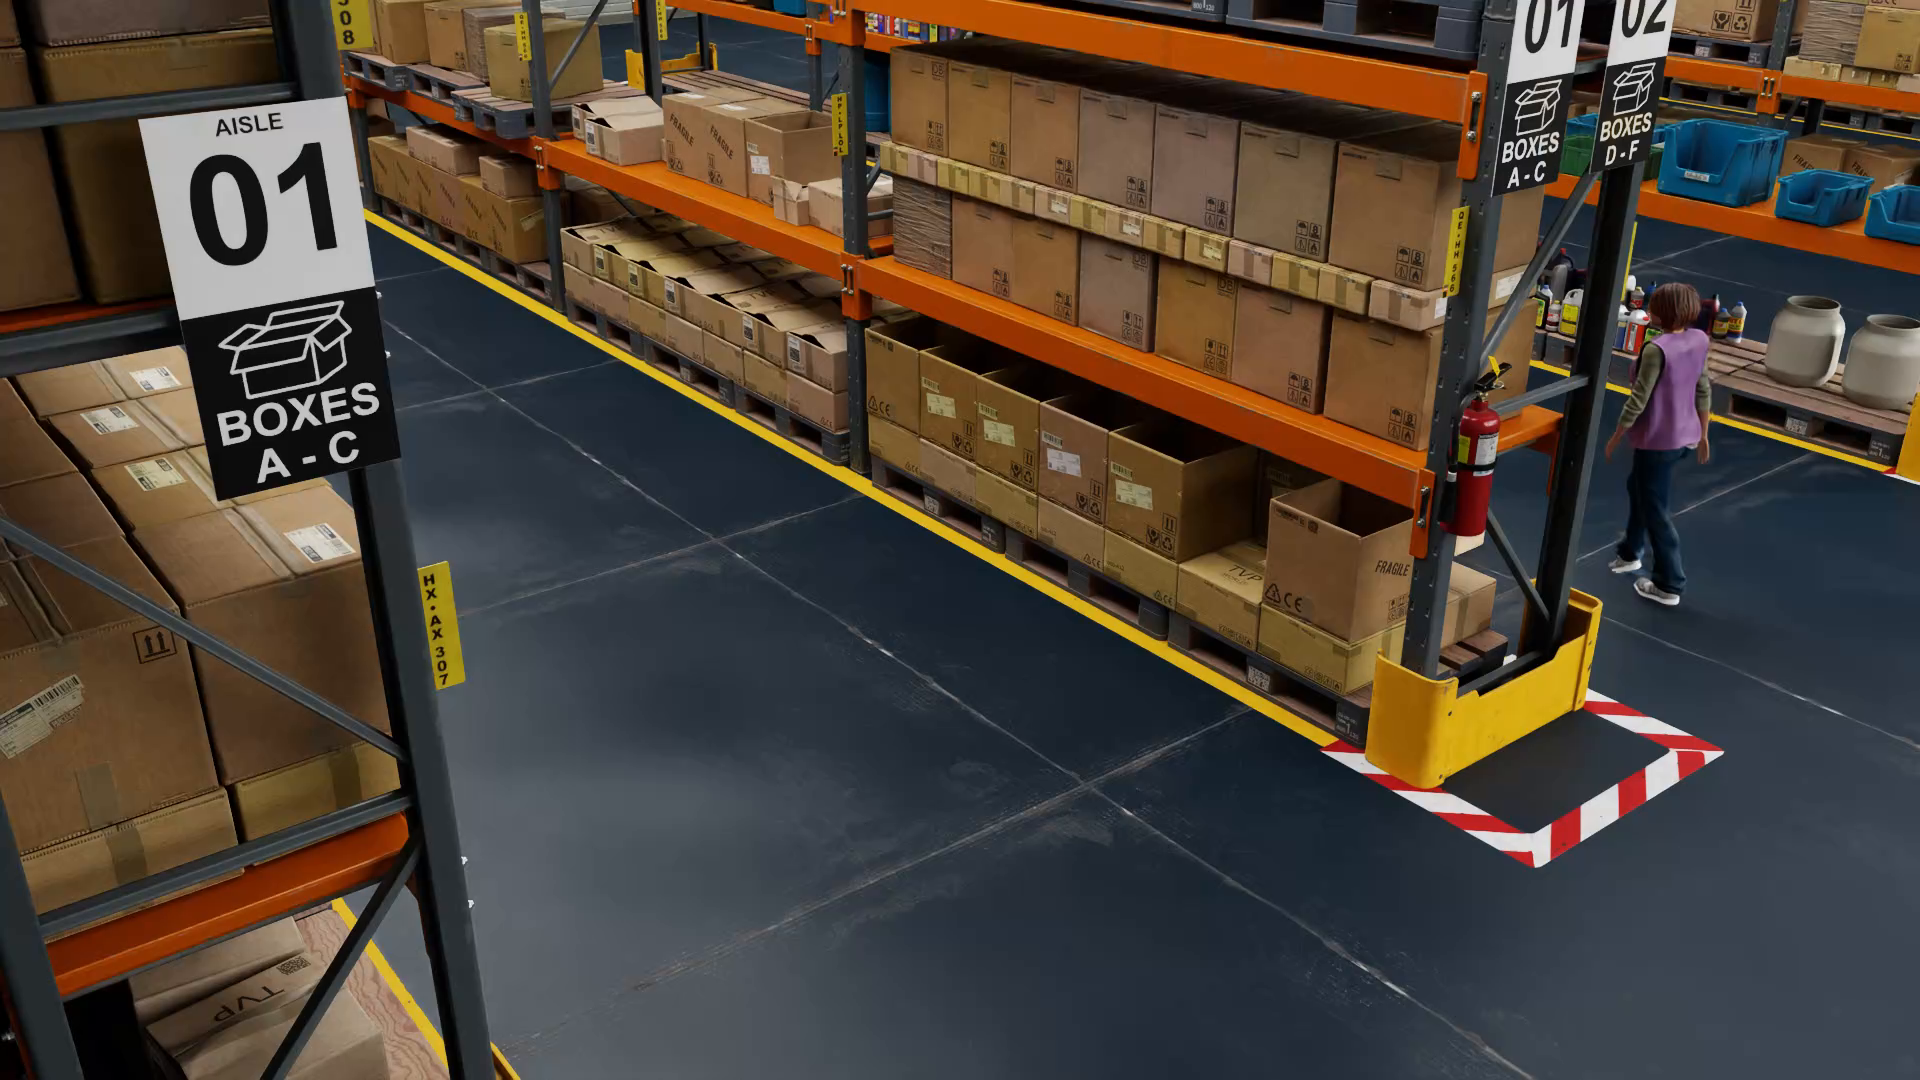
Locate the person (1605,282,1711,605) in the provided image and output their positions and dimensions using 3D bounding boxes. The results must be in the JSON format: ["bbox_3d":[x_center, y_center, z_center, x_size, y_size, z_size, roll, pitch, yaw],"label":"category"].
[{"bbox_3d":[3.400,-0.445,8.074,0.462,1.644,0.569,-16,29,-30],"label":"person"}]
